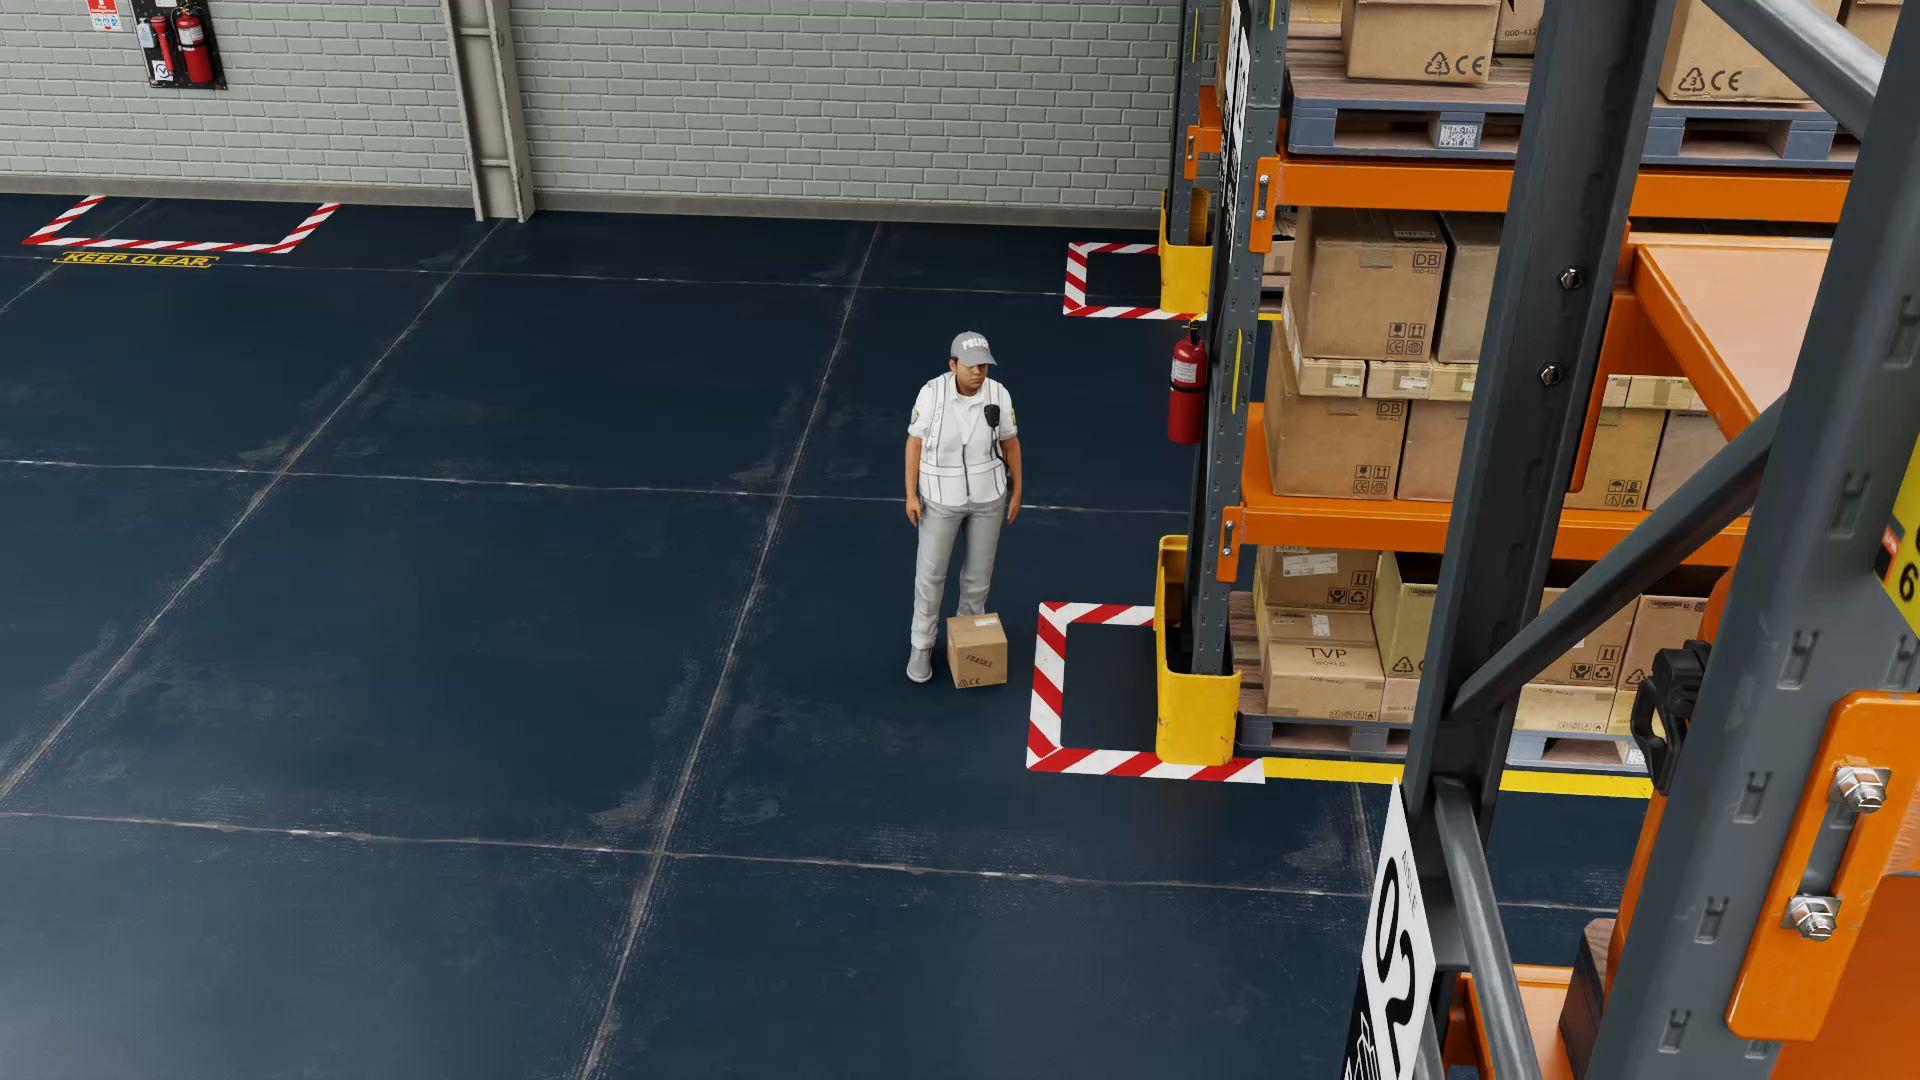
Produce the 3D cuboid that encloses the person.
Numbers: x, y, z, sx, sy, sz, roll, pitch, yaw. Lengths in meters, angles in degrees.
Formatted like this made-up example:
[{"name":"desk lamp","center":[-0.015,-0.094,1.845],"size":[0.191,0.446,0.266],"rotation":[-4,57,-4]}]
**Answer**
[{"name":"person","center":[0.010,-0.163,7.873],"size":[0.599,1.670,0.529],"rotation":[-5,32,-7]}]
